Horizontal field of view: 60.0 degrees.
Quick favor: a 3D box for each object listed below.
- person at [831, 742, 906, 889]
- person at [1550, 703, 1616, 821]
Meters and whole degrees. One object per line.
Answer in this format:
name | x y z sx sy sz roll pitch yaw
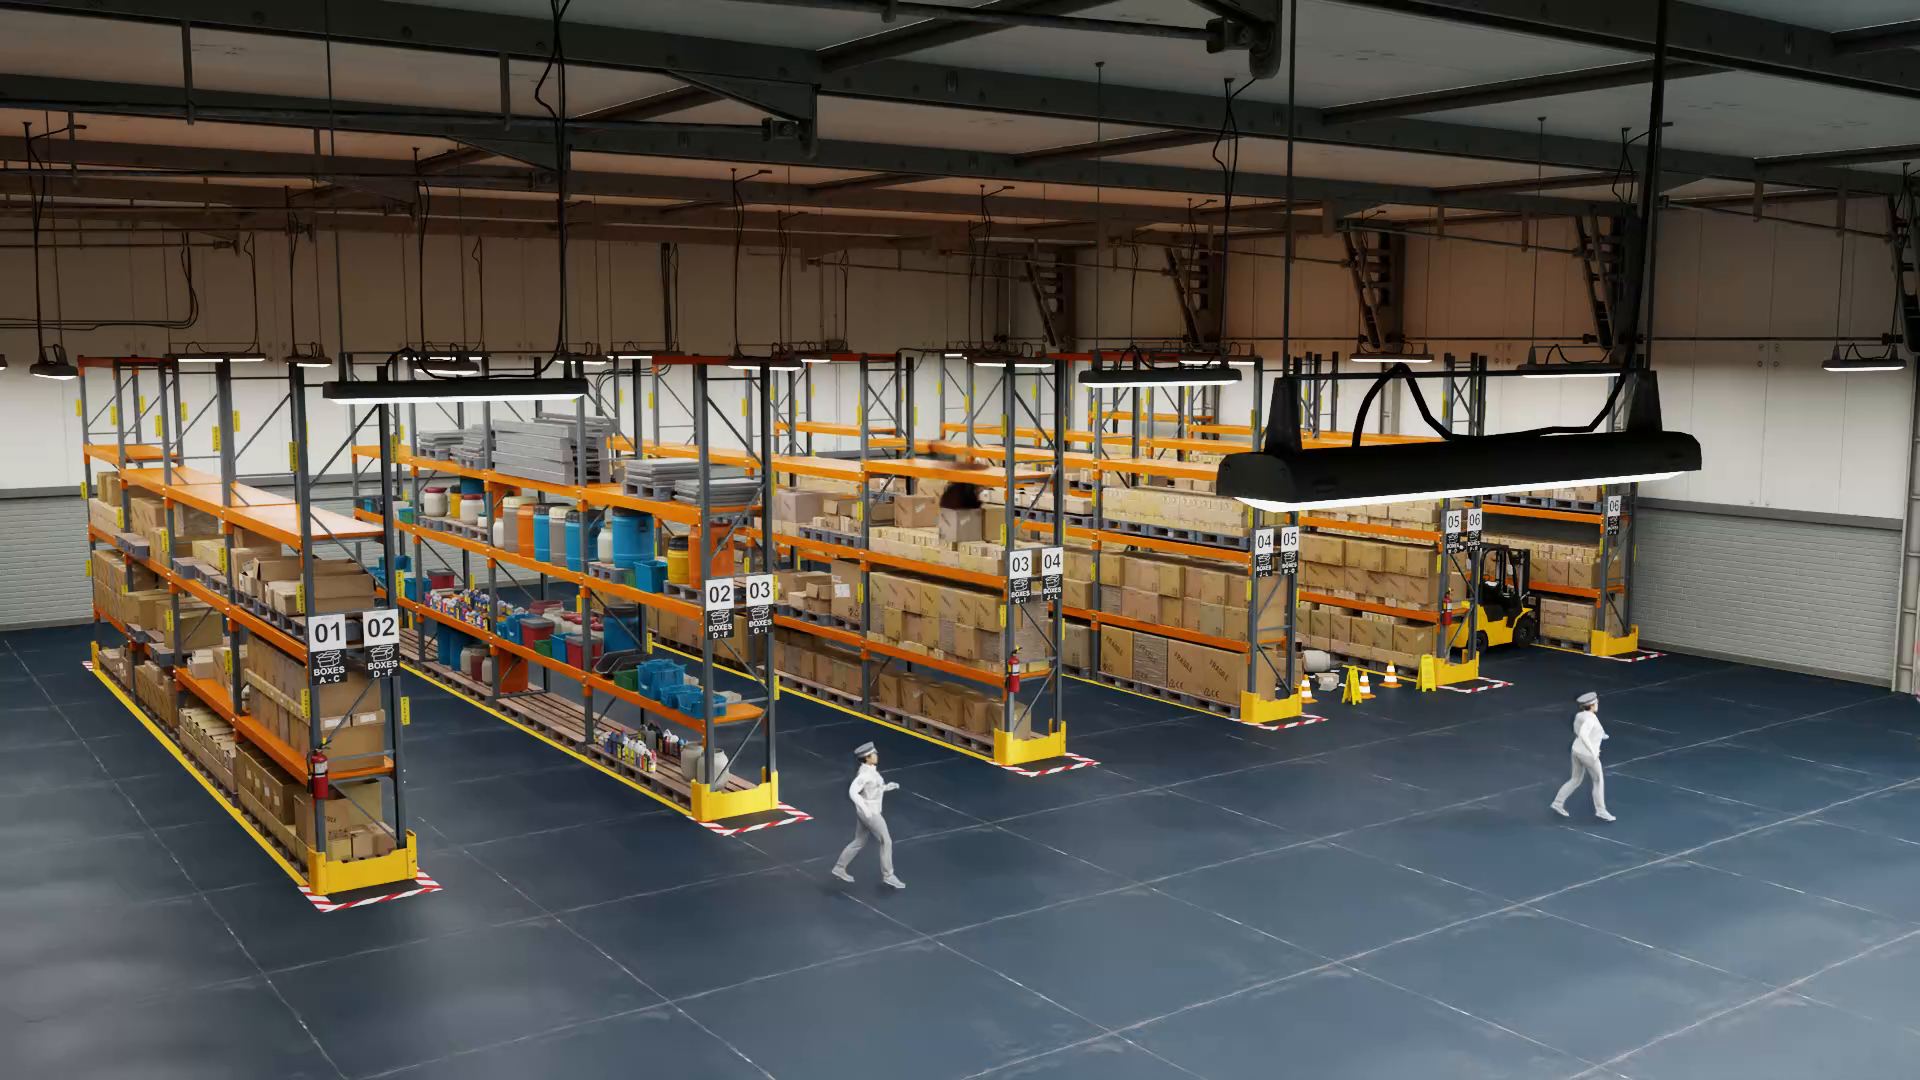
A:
person | -1.059 3.167 19.124 0.850 1.728 0.596 -1 7 -11
person | 8.215 2.860 21.760 0.836 1.667 0.485 -1 7 -9
